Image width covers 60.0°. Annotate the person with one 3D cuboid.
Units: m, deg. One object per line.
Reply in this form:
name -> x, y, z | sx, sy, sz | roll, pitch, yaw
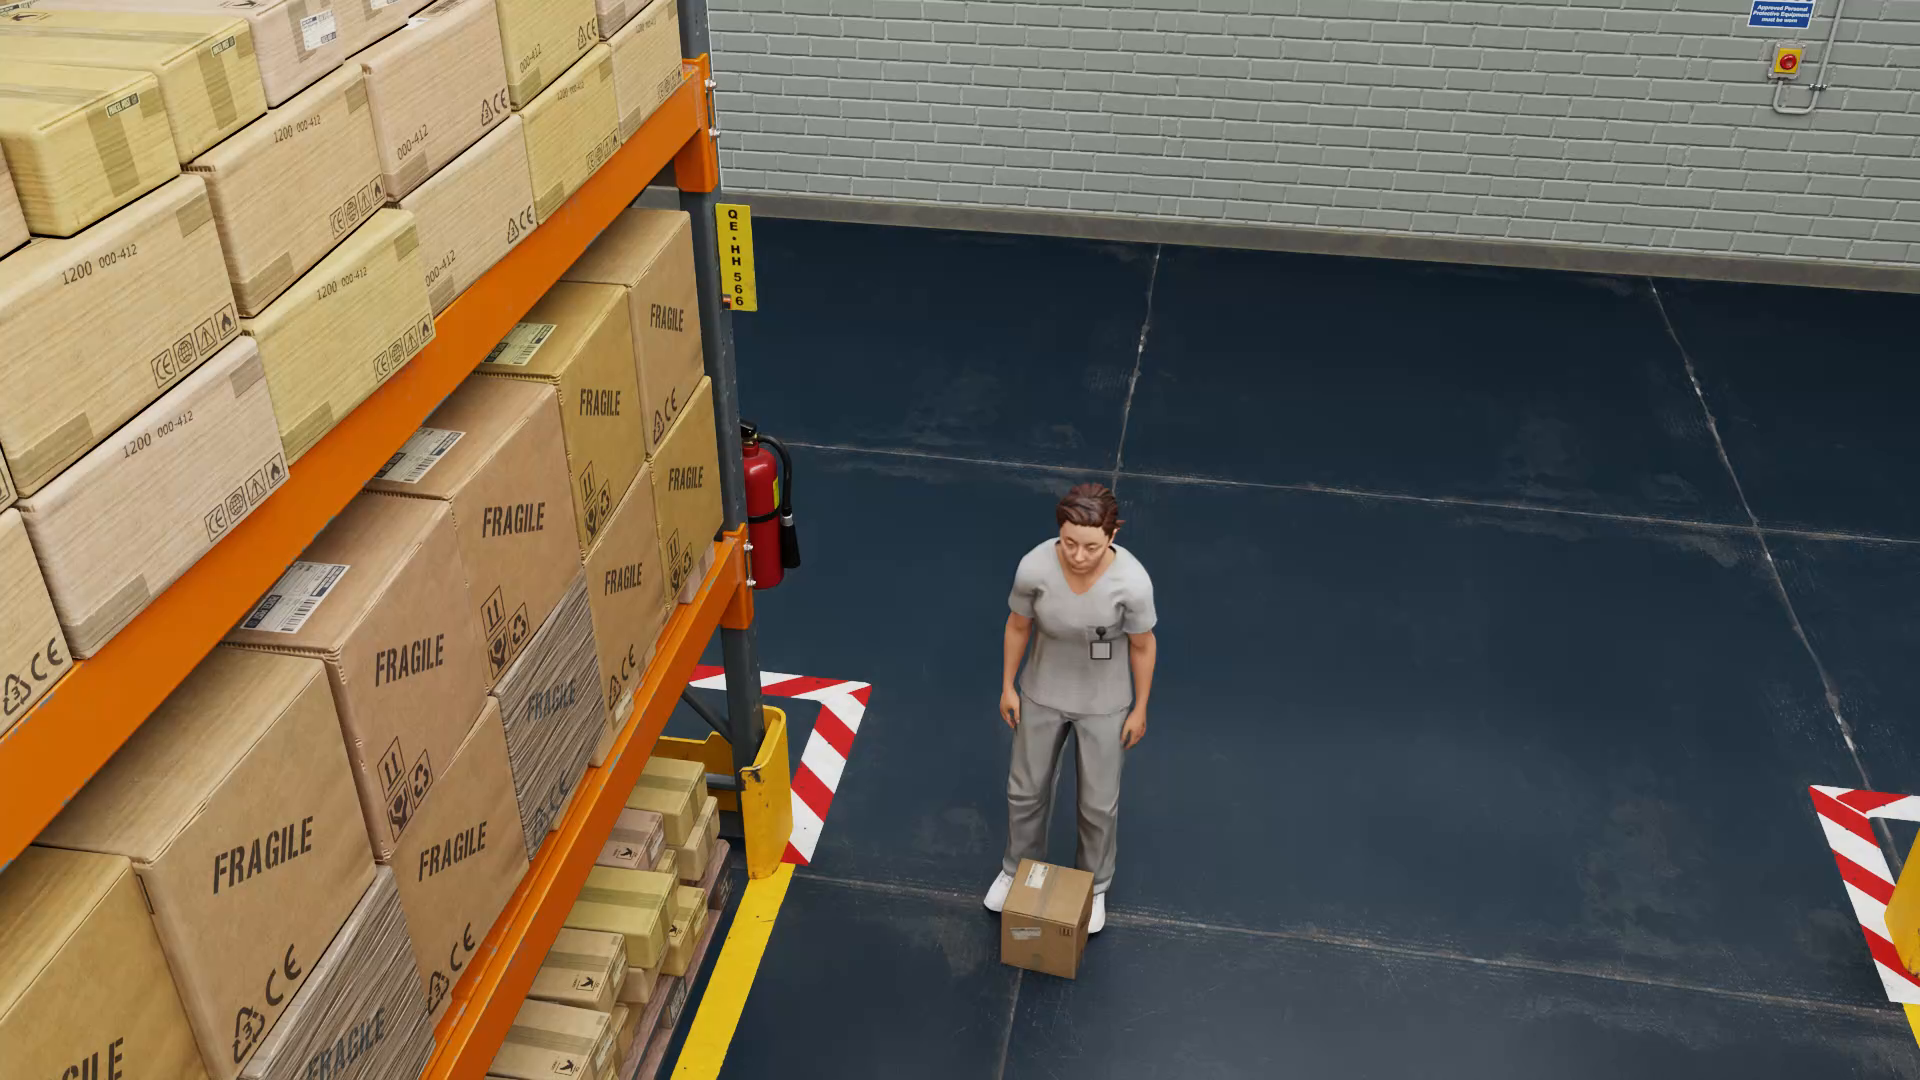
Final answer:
person -> 0.358, 0.524, 5.317 | 0.502, 1.671, 0.371 | 8, 33, 13
